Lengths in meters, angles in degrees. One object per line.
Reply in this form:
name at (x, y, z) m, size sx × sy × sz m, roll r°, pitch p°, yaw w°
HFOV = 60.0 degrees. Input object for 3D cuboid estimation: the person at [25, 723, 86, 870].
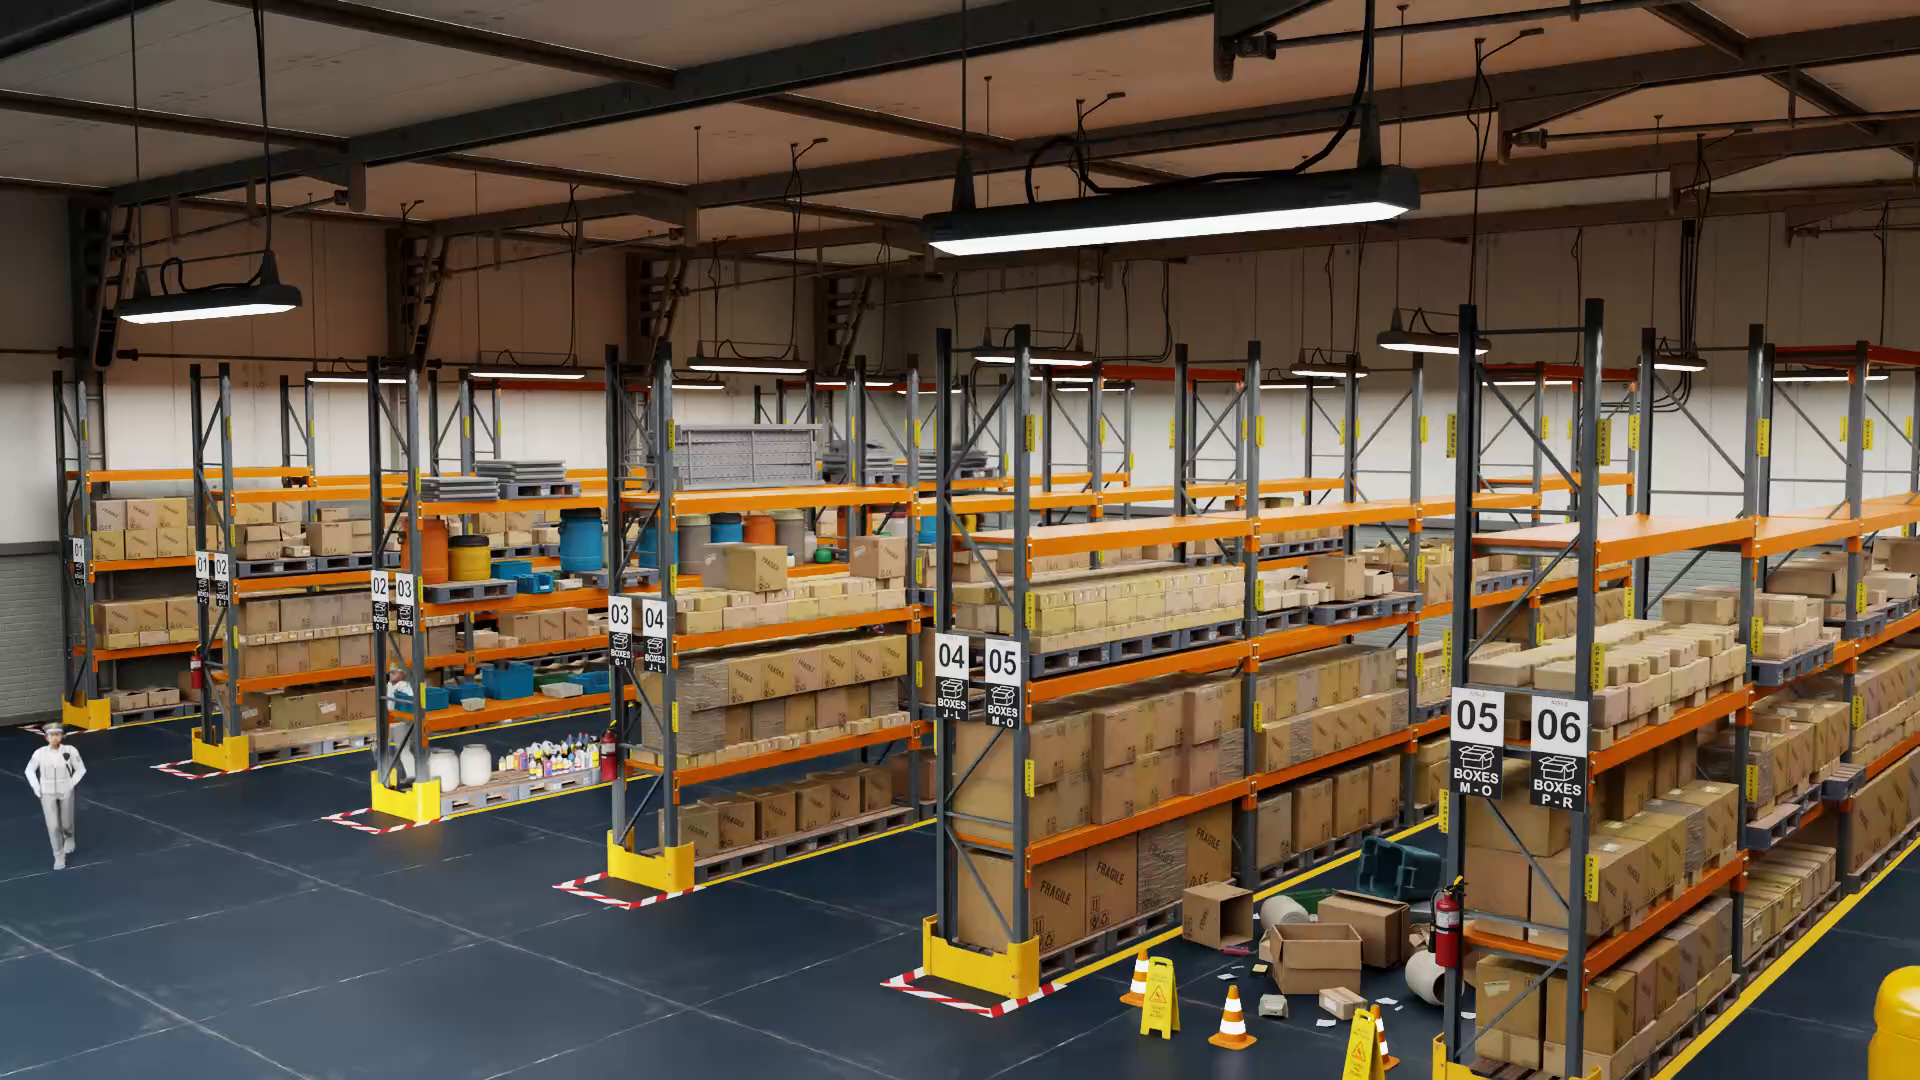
person at (-10.512, 2.943, 19.341) m, size 0.627 × 1.674 × 0.657 m, roll -2°, pitch 5°, yaw -26°

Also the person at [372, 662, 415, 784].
person at (-7.929, 2.608, 23.295) m, size 0.636 × 1.801 × 0.703 m, roll 2°, pitch 4°, yaw 23°

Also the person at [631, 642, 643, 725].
person at (-5.348, 2.256, 28.198) m, size 0.683 × 1.771 × 0.748 m, roll 2°, pitch 5°, yaw 29°
